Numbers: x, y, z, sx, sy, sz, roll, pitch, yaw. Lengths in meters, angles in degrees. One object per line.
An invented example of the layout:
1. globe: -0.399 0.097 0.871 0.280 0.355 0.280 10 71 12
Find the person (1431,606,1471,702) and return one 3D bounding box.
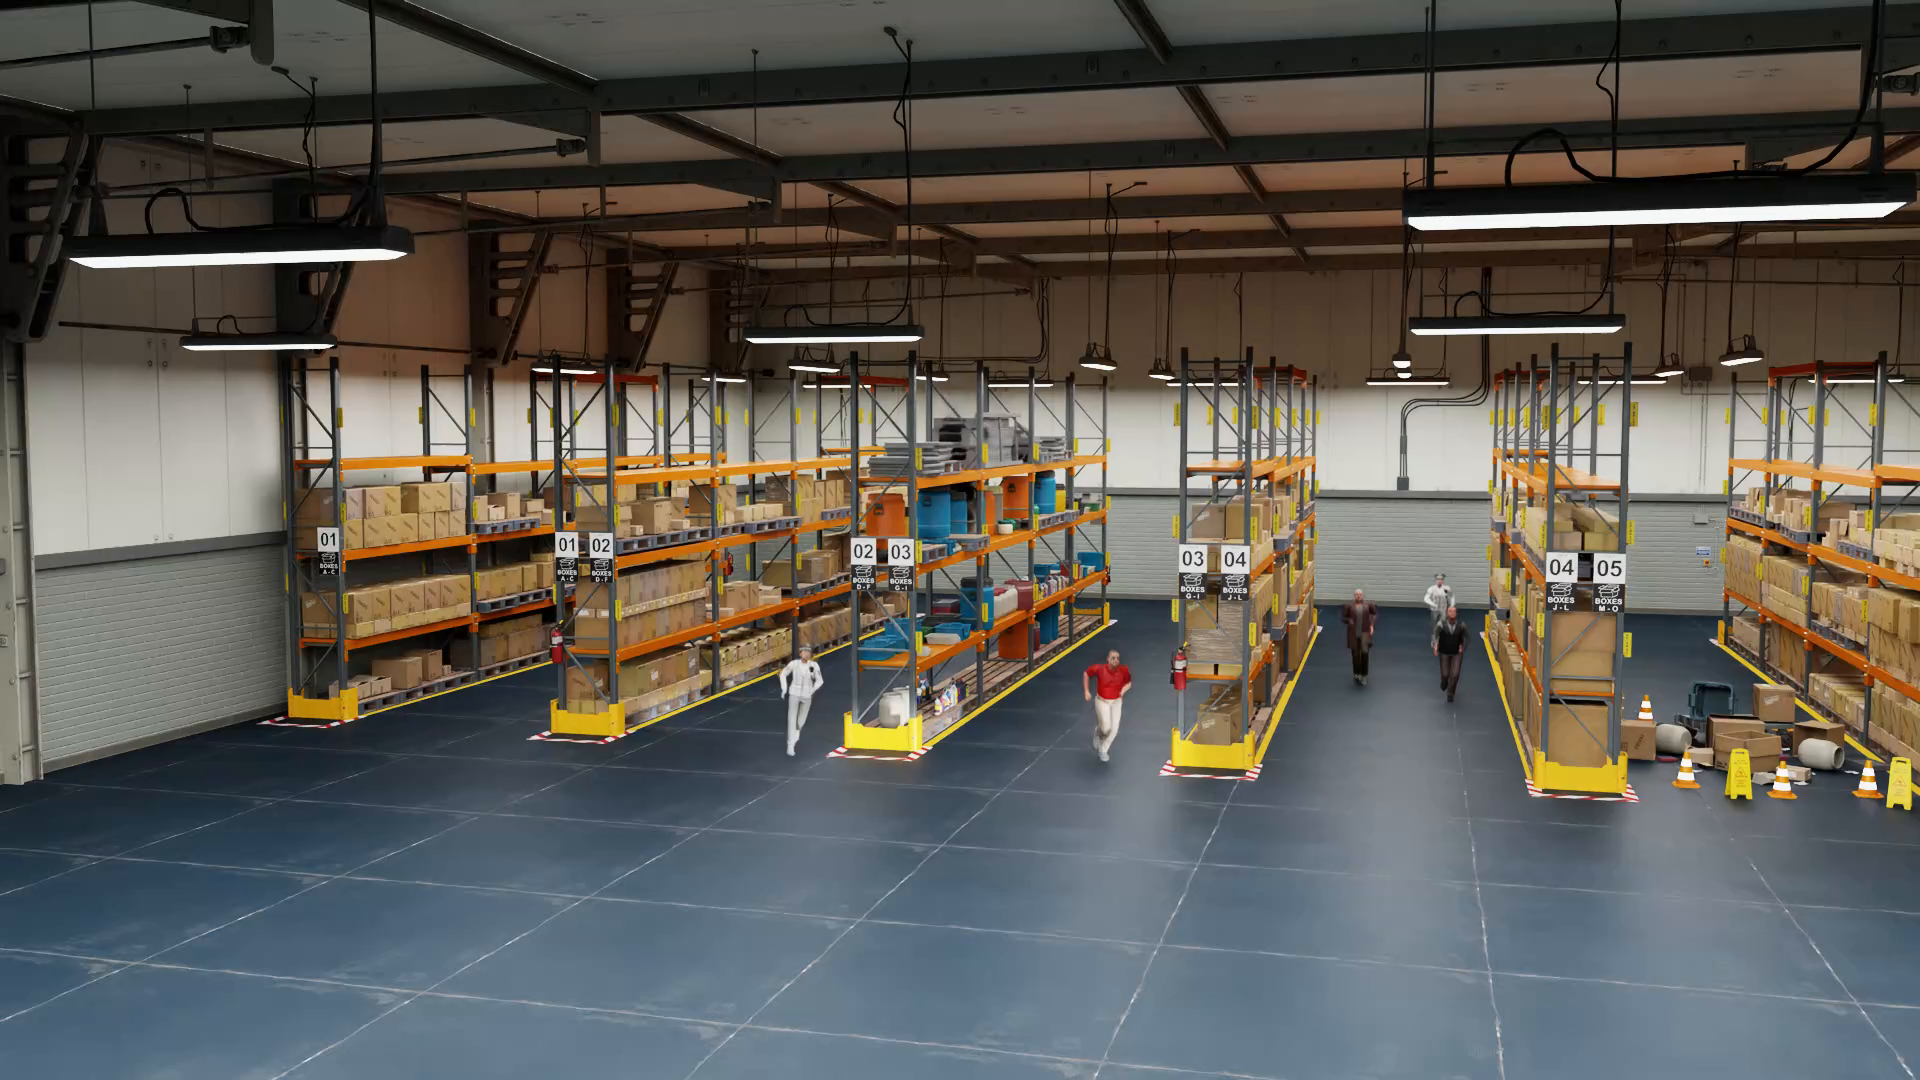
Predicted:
1. person: 8.714 2.013 29.523 0.674 1.686 0.588 1 4 13

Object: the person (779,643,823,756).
1. person: -2.383 2.365 25.004 0.656 1.674 0.728 0 4 -7

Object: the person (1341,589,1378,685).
1. person: 7.522 1.828 31.345 0.682 1.824 0.811 1 4 15

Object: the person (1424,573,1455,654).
1. person: 10.246 1.548 35.599 0.608 1.715 0.816 1 4 14

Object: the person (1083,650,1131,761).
1. person: 2.175 2.409 24.181 0.647 1.649 0.724 -1 4 -16
